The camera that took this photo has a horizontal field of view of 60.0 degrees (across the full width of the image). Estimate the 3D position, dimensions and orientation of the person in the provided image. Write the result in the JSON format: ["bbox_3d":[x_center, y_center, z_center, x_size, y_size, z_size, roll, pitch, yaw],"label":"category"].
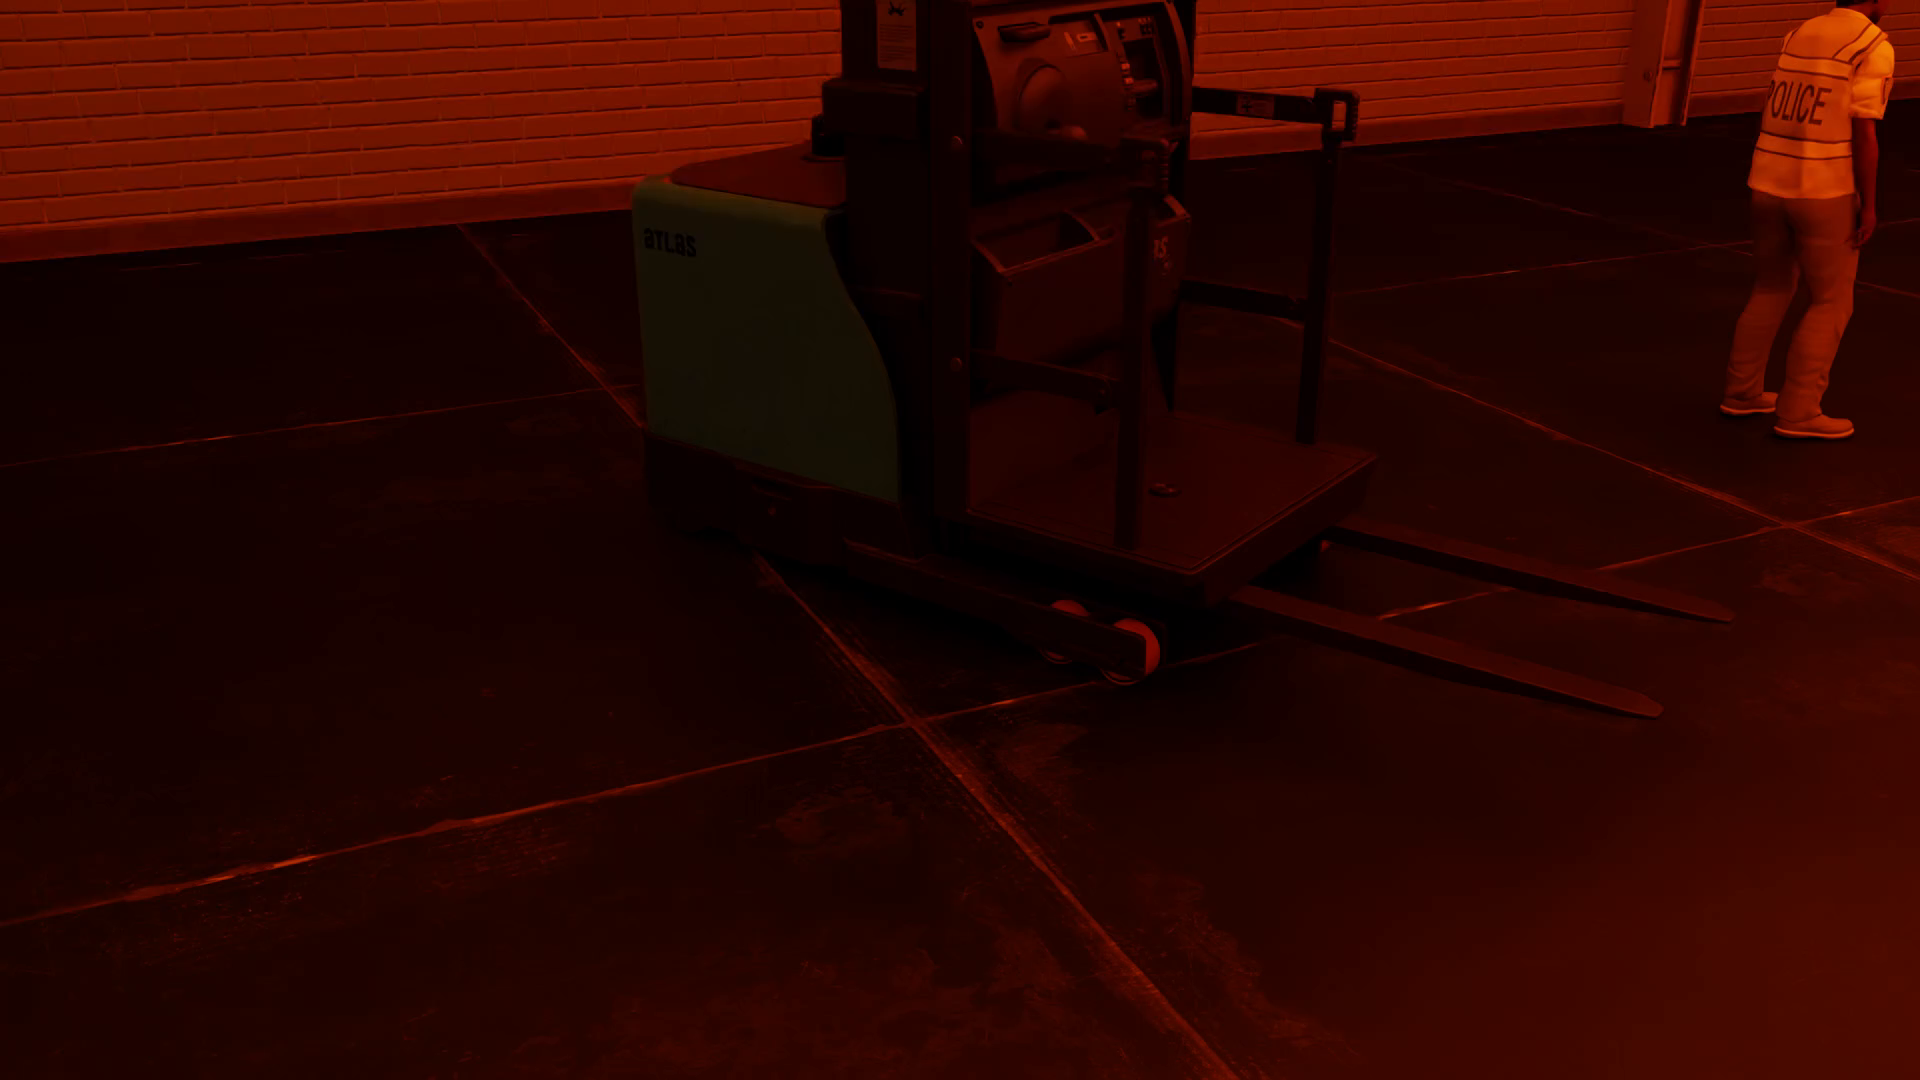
[{"bbox_3d":[2.999,-1.199,5.839,0.394,1.657,0.505,-8,24,-19],"label":"person"}]

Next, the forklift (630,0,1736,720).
[{"bbox_3d":[0.502,-1.215,4.211,3.031,2.935,1.130,16,28,34],"label":"forklift"}]
